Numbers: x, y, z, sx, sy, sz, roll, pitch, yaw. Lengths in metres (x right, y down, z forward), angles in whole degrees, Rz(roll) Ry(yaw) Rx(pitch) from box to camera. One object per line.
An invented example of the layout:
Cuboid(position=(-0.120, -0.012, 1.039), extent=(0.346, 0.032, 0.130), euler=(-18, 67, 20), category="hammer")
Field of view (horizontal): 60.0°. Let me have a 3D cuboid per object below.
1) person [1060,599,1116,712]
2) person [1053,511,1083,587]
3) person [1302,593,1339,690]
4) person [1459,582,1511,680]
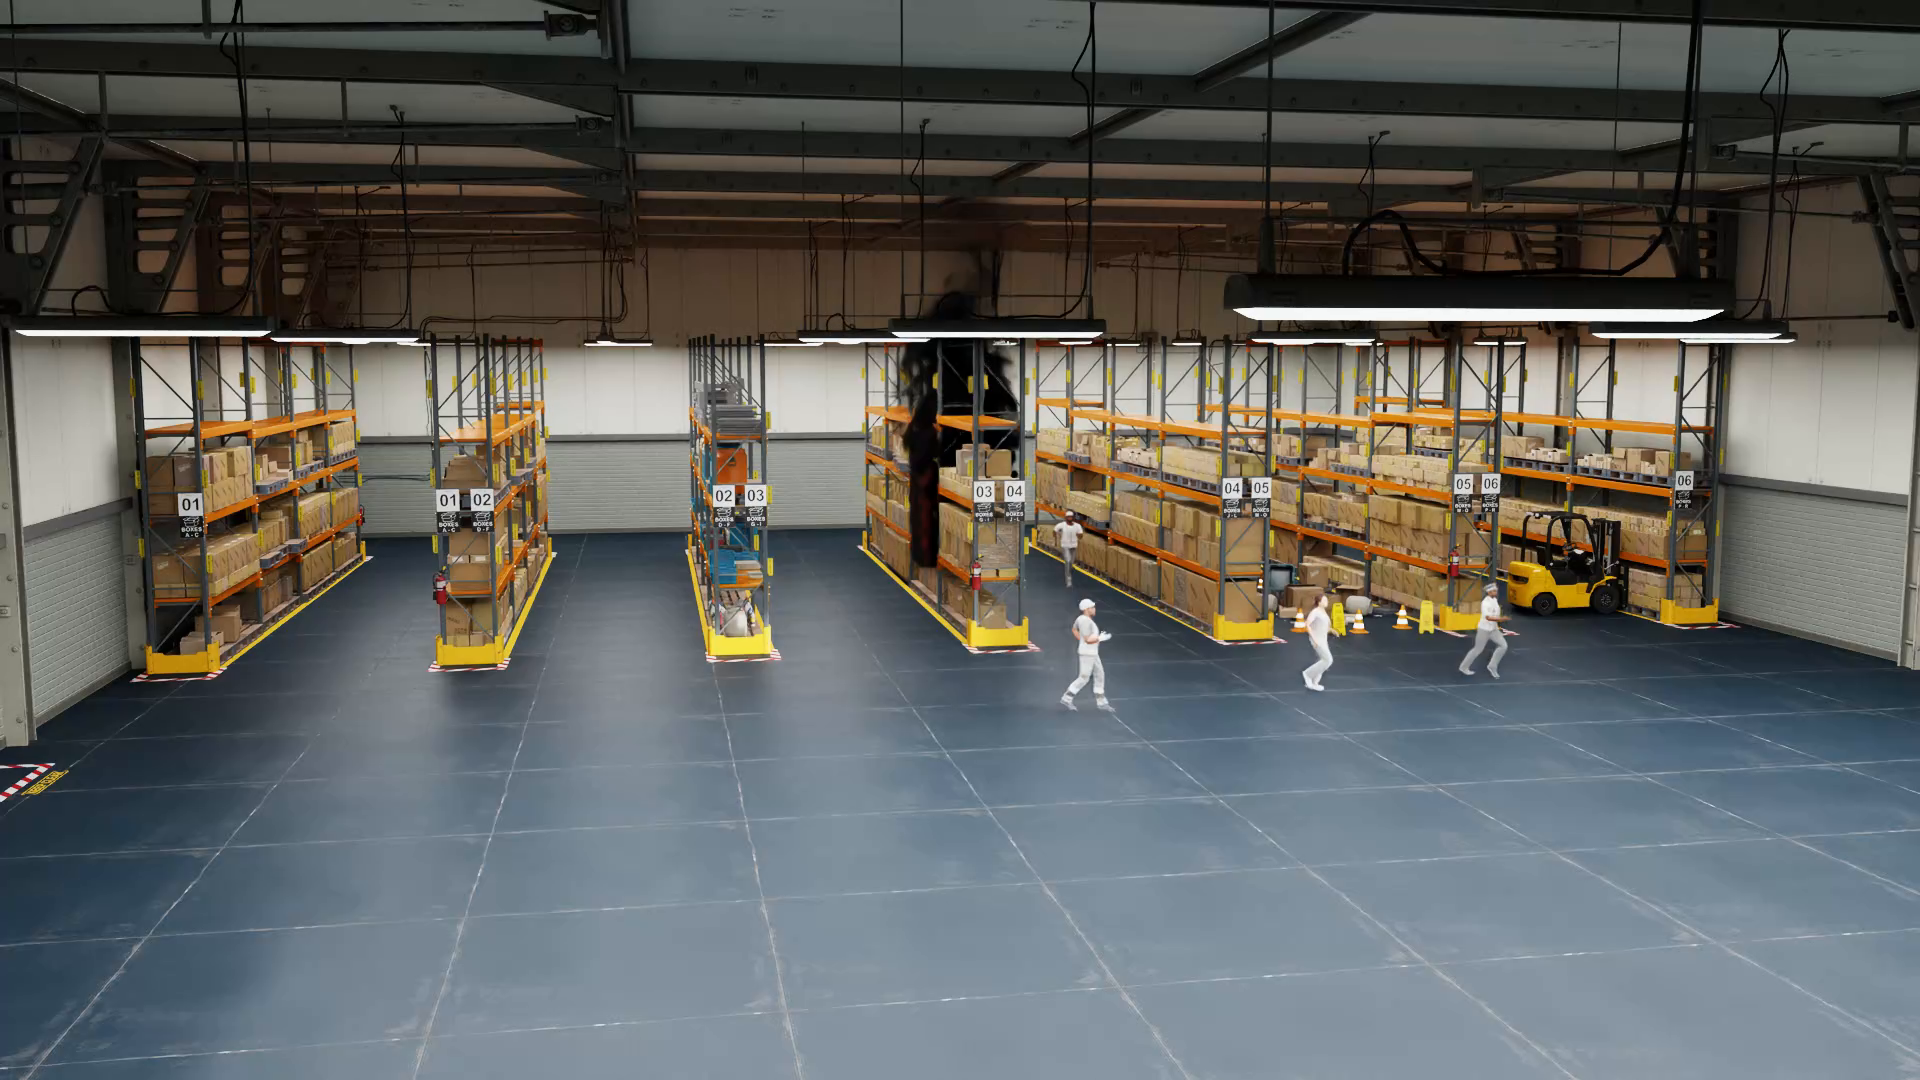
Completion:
Cuboid(position=(2.016, 1.814, 26.097), extent=(0.882, 1.794, 0.648), euler=(1, 7, 8), category="person")
Cuboid(position=(2.659, 0.197, 40.528), extent=(0.677, 1.821, 0.820), euler=(-2, 7, -17), category="person")
Cuboid(position=(6.077, 1.710, 27.997), extent=(0.549, 1.638, 0.576), euler=(3, 7, 27), category="person")
Cuboid(position=(9.193, 1.572, 28.981), extent=(0.868, 1.718, 0.583), euler=(5, 8, 38), category="person")
